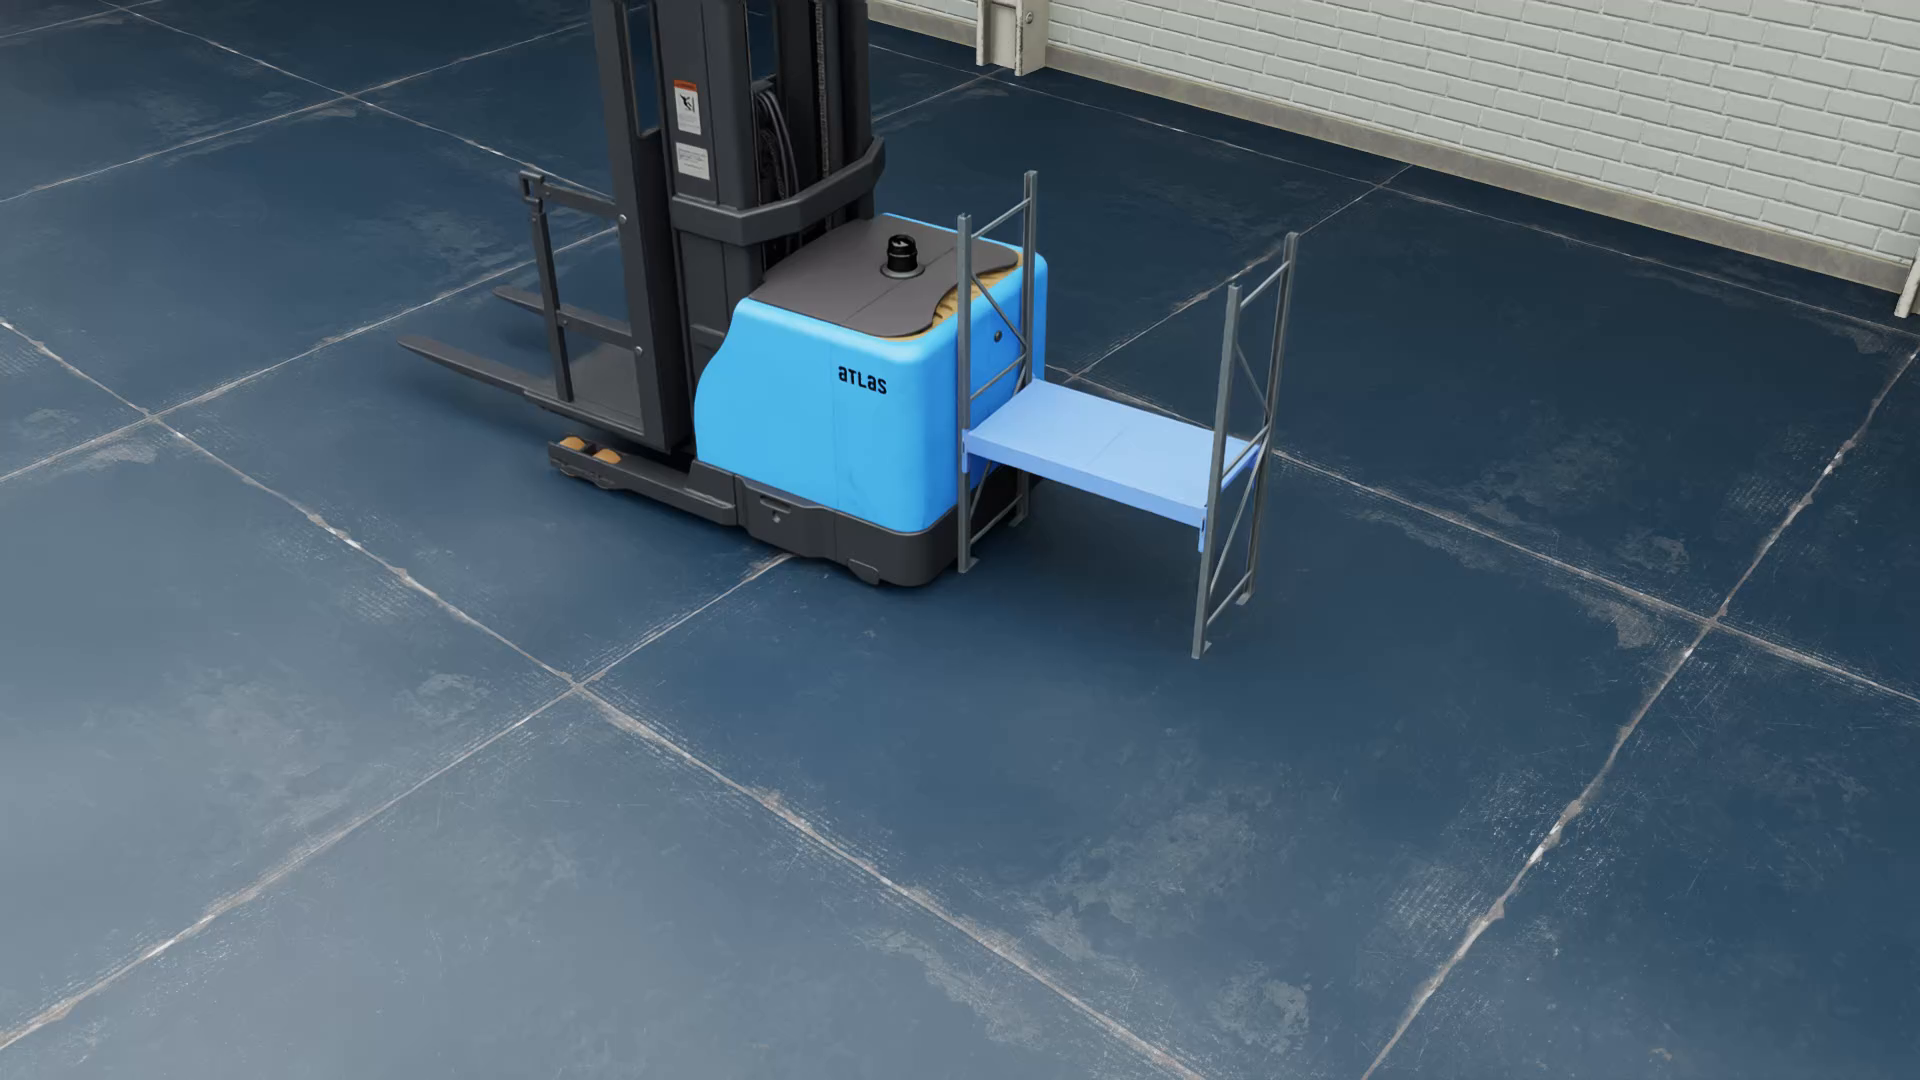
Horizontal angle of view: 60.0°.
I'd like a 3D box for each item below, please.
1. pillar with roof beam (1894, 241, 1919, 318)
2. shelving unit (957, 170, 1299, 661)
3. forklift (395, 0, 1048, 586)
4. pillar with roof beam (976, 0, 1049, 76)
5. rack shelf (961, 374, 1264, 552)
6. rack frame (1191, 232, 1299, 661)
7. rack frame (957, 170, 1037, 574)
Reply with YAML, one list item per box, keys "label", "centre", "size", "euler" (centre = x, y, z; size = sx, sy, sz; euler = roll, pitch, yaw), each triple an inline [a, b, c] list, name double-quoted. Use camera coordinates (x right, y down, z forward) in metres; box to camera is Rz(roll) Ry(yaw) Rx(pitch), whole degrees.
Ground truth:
- label: "pillar with roof beam"
  centre: [2.217, -2.970, 3.126]
  size: [0.400, 9.000, 9.100]
  euler: [25, 42, 32]
- label: "shelving unit"
  centre: [0.567, -0.453, 6.085]
  size: [1.048, 1.500, 0.538]
  euler: [20, 39, 26]
- label: "forklift"
  centre: [-1.162, -1.656, 6.572]
  size: [3.031, 2.935, 1.130]
  euler: [20, 39, 26]
- label: "pillar with roof beam"
  centre: [-2.394, -5.144, 6.291]
  size: [0.400, 9.000, 9.100]
  euler: [25, 42, 32]
- label: "rack shelf"
  centre: [0.567, -0.305, 6.187]
  size: [1.000, 0.185, 0.538]
  euler: [20, 39, 26]
- label: "rack frame"
  centre: [0.997, -0.300, 5.862]
  size: [0.032, 1.500, 0.500]
  euler: [20, 39, 26]
- label: "rack frame"
  centre: [0.137, -0.607, 6.309]
  size: [0.032, 1.500, 0.500]
  euler: [20, 39, 26]
